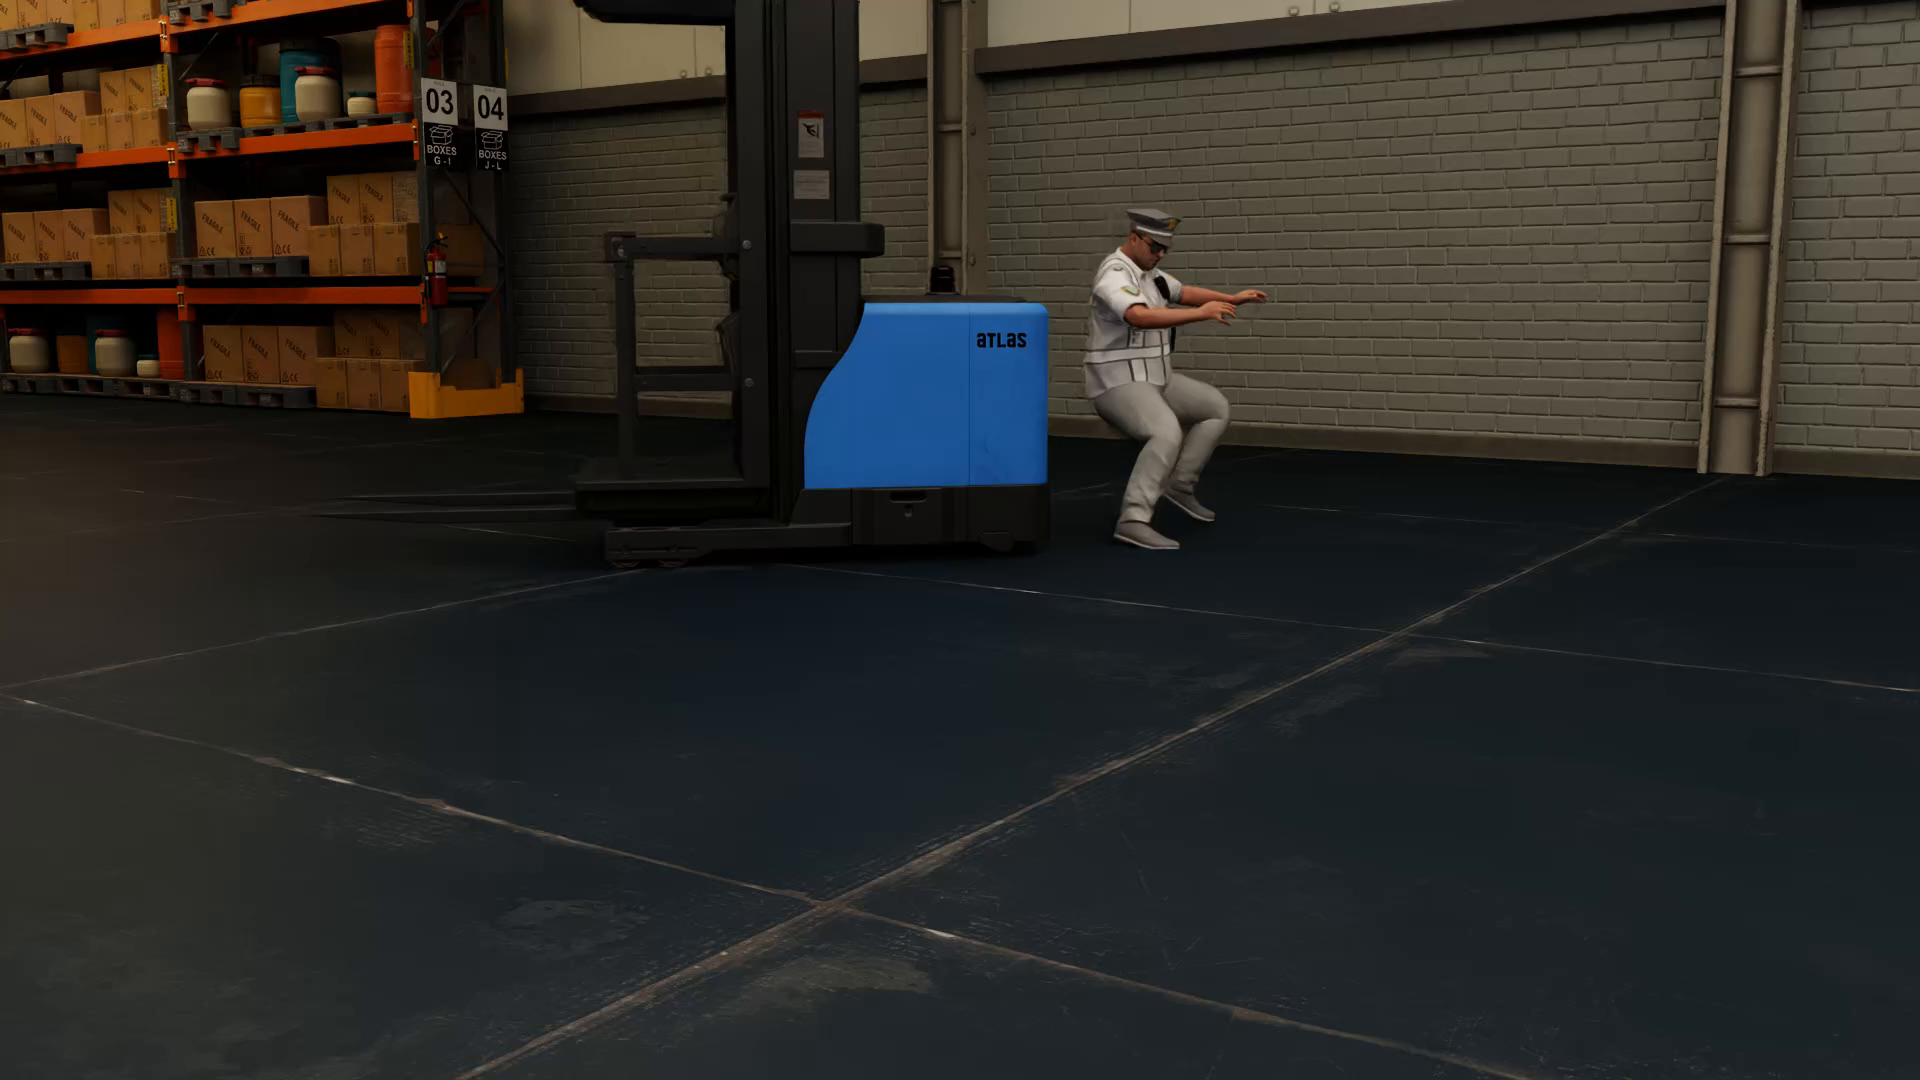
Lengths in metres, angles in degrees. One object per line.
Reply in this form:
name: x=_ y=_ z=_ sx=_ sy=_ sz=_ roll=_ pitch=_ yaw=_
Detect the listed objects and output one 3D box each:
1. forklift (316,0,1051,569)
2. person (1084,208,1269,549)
forklift: x=-1.177 y=-1.415 z=7.142 sx=3.031 sy=2.935 sz=1.130 roll=-1 pitch=8 yaw=-10
person: x=0.953 y=-0.772 z=7.757 sx=0.765 sy=1.526 sz=1.019 roll=5 pitch=9 yaw=30
